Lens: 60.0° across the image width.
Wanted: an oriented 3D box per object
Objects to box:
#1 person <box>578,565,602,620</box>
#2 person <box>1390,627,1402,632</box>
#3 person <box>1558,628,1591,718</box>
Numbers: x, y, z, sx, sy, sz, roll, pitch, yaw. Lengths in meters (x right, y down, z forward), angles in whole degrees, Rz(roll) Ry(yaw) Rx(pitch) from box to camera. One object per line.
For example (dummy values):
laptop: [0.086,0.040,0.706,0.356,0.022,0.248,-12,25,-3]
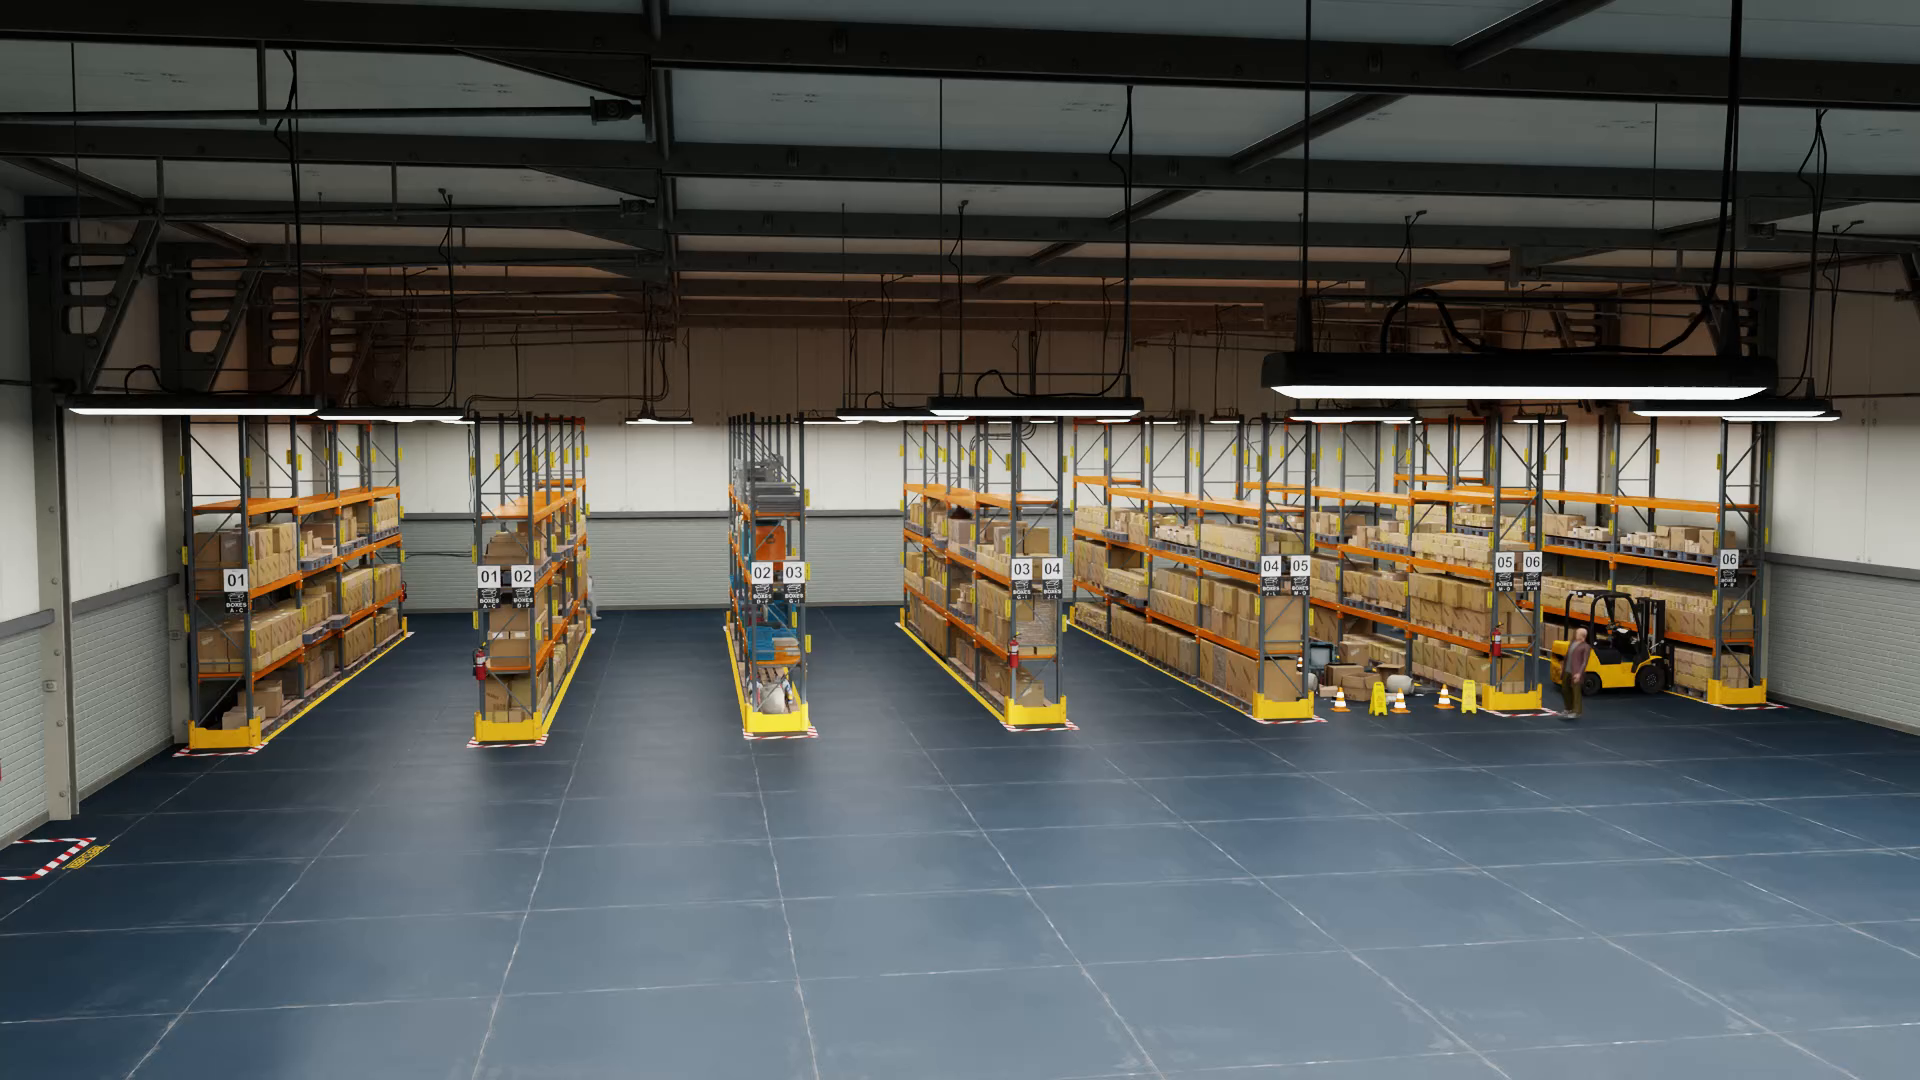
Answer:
person: [-11.097,1.550,49.137,0.987,1.625,0.491,1,4,10]
person: [12.272,1.751,46.568,0.451,1.708,0.559,1,4,10]
person: [12.052,2.624,32.771,0.473,1.802,0.691,-2,4,-22]
